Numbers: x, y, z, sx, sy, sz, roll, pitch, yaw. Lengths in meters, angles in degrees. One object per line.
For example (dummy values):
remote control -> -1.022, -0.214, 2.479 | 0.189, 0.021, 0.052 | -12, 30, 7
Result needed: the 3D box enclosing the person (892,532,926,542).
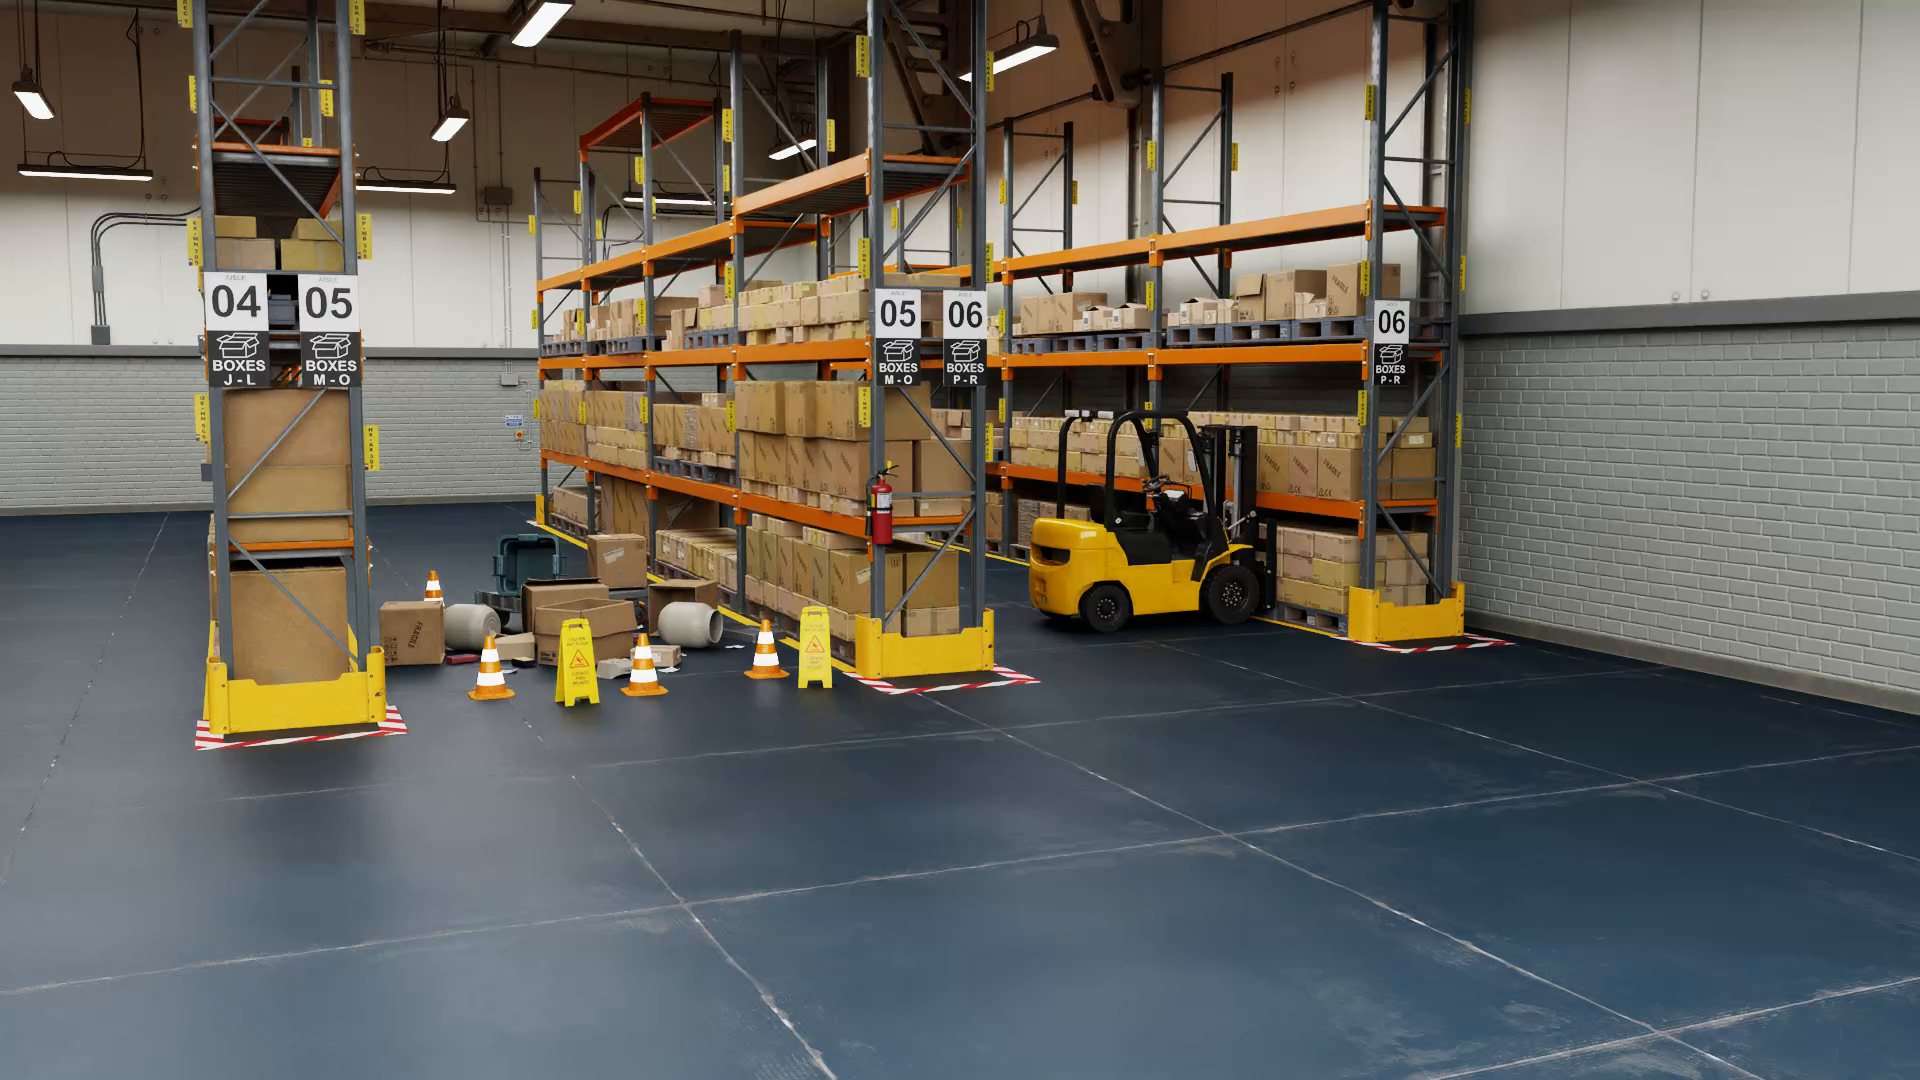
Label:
person -> -0.701, 0.194, 18.671 | 0.448, 0.960, 0.896 | -3, 6, -27
